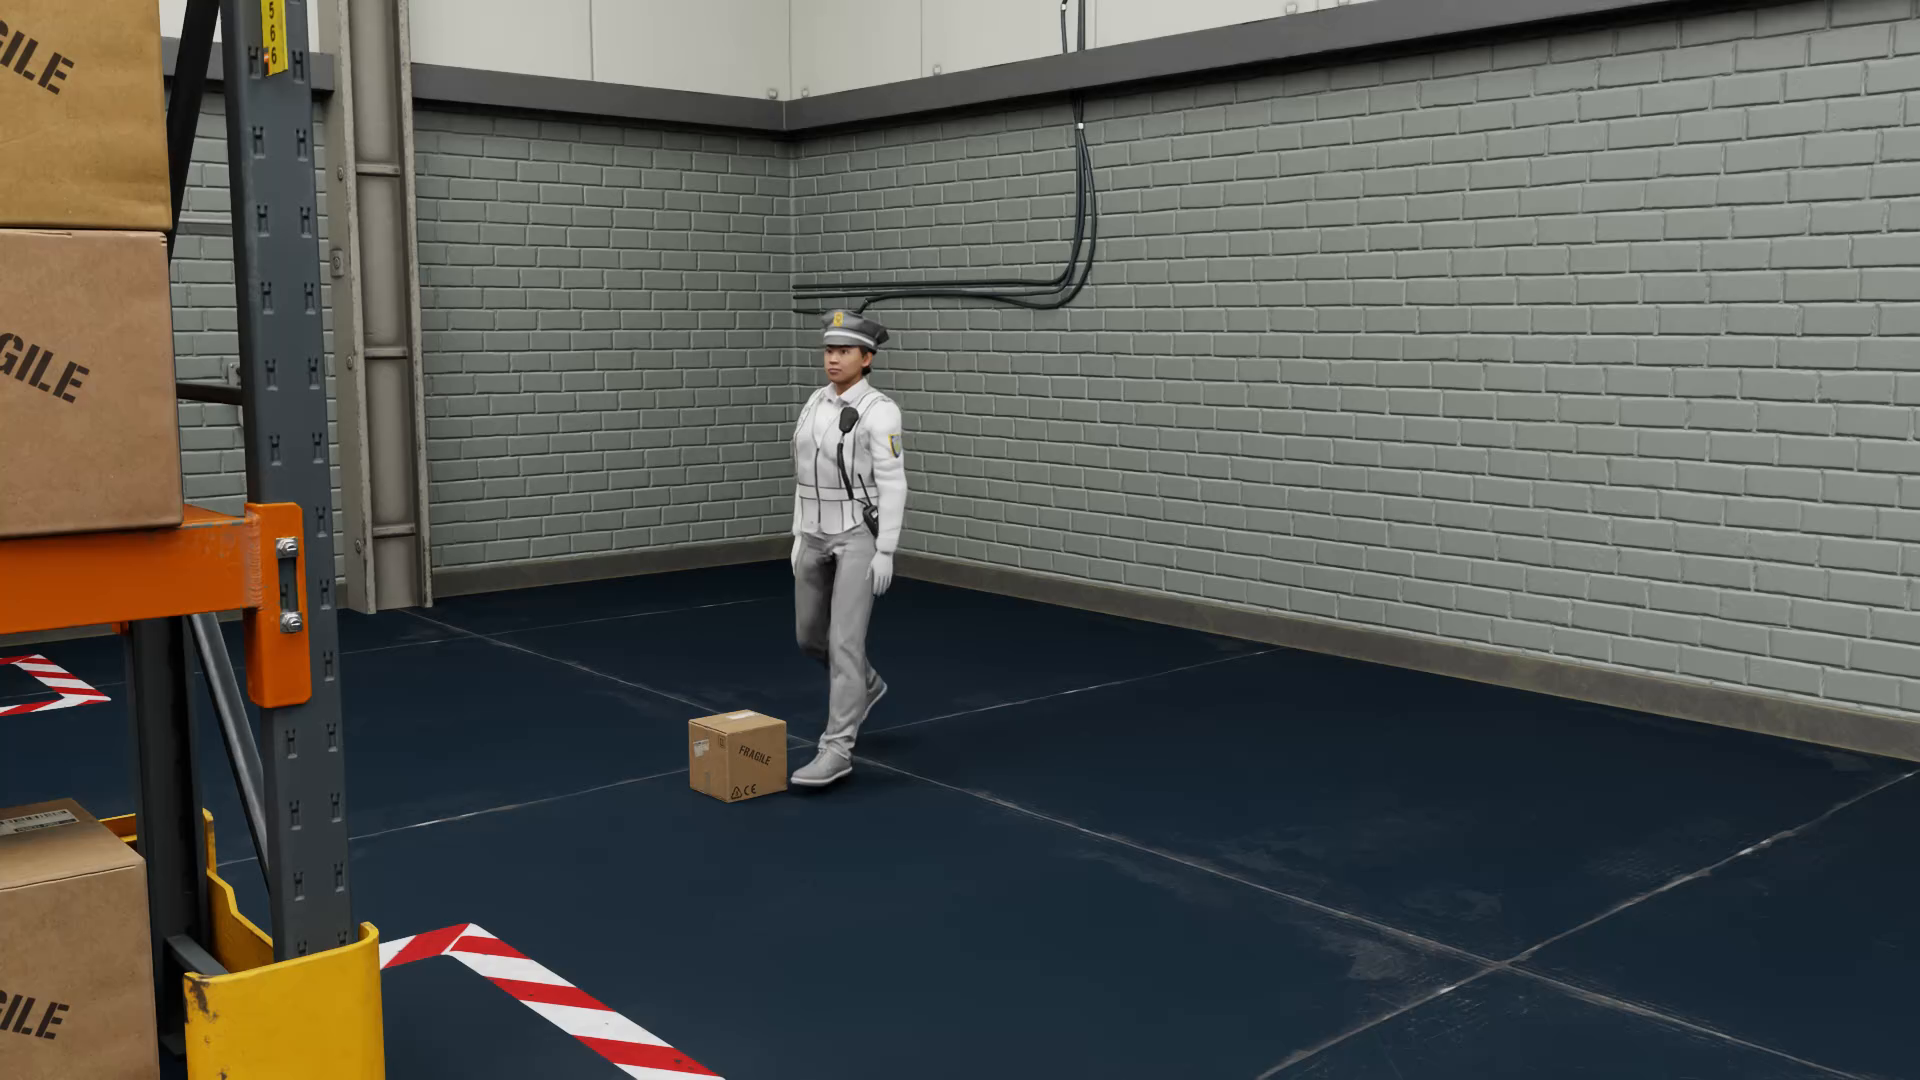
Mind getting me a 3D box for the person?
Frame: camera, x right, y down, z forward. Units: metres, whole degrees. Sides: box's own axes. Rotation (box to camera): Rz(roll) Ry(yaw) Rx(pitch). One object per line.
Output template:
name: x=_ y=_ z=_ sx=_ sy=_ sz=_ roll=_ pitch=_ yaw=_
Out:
person: x=-0.423 y=-0.005 z=6.108 sx=0.526 sy=1.669 sz=0.787 roll=7 pitch=10 yaw=41
